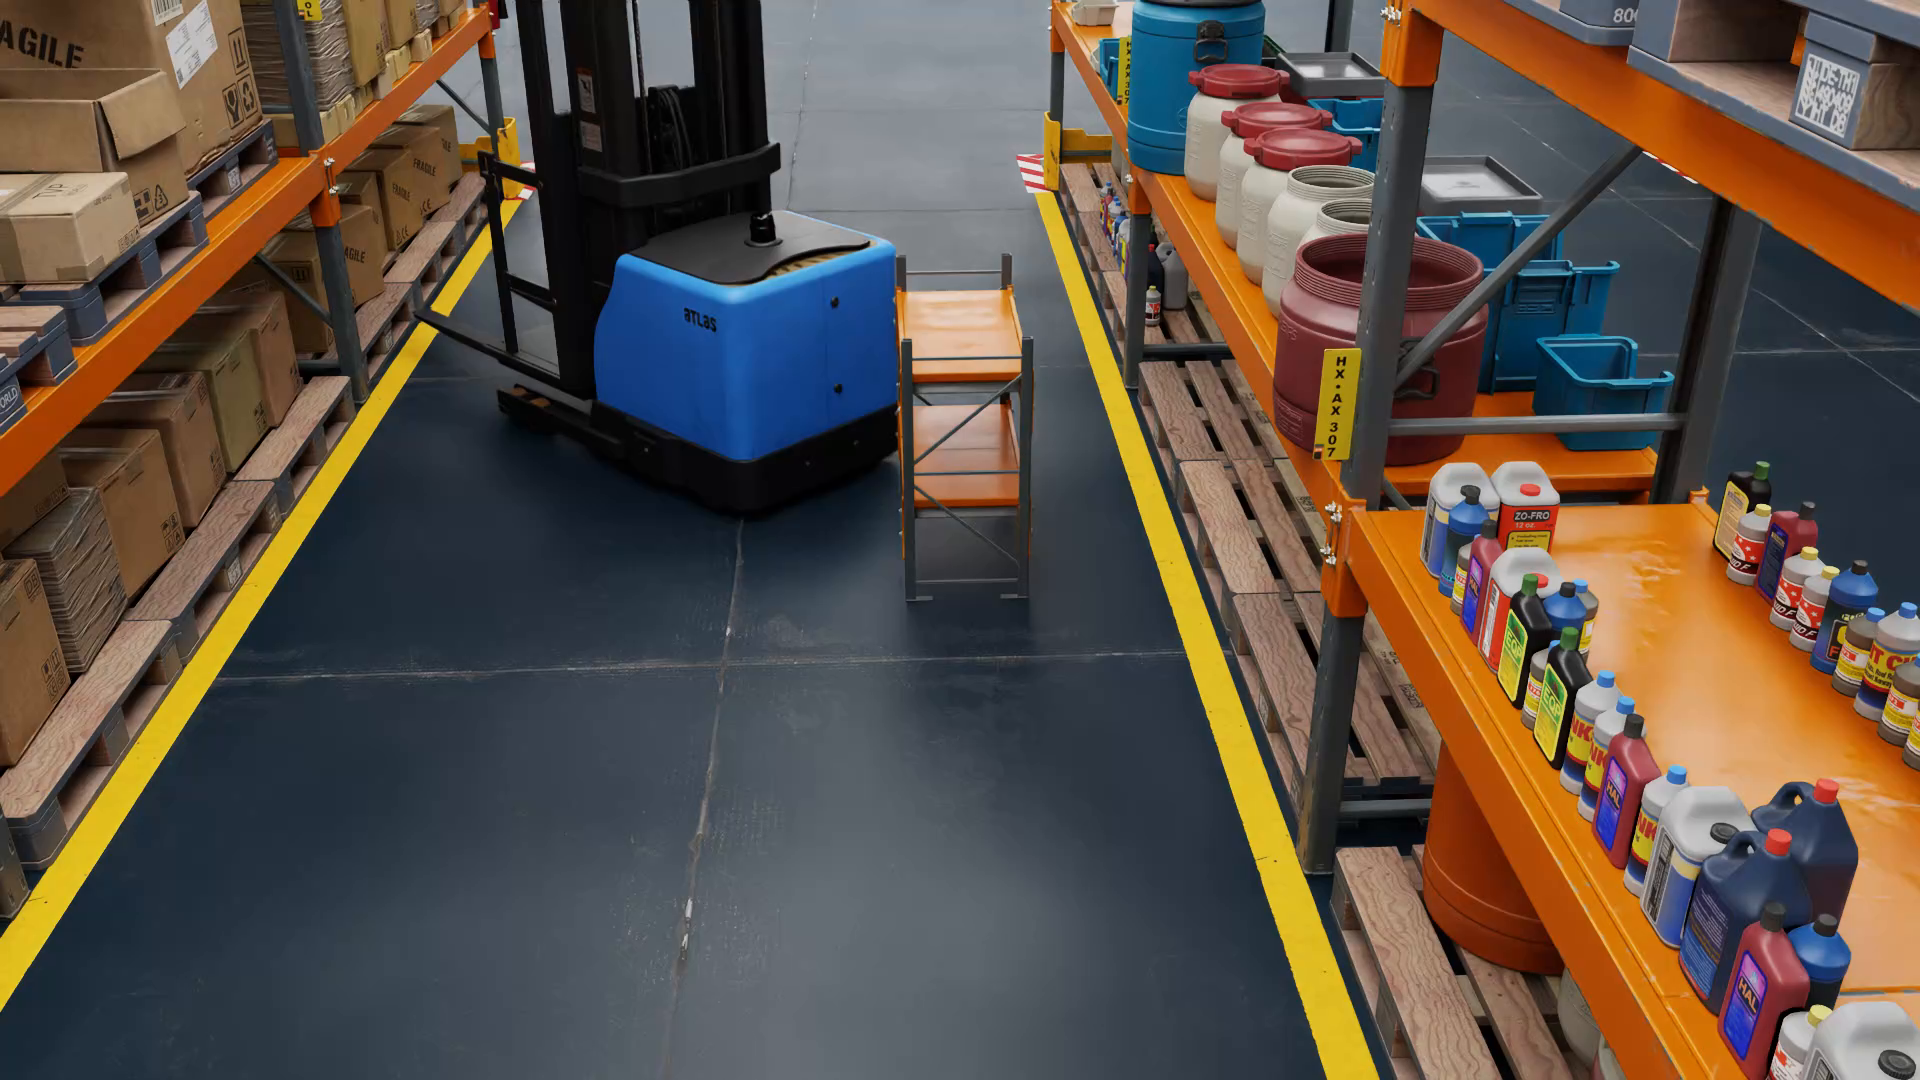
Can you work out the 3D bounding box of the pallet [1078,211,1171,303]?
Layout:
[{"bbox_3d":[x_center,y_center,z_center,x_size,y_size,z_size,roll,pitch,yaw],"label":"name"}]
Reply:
[{"bbox_3d":[1.308,-1.799,10.470,1.003,0.211,1.213,-1,28,-3],"label":"pallet"}]

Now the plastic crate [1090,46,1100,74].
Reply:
[{"bbox_3d":[1.030,-2.786,9.633,0.530,0.136,0.437,-1,28,-3],"label":"plastic crate"}]

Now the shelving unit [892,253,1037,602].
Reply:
[{"bbox_3d":[0.000,-0.496,6.984,0.538,1.125,1.048,-1,28,-3],"label":"shelving unit"}]

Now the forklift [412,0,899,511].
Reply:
[{"bbox_3d":[-1.691,-1.997,7.909,3.031,2.935,1.130,23,35,37],"label":"forklift"}]

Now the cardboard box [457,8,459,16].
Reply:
[{"bbox_3d":[-3.554,-3.533,11.052,0.380,0.149,0.250,-1,28,-3],"label":"cardboard box"}]

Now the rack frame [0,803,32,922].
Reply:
[{"bbox_3d":[-3.369,-0.192,4.375,1.000,3.000,0.127,-1,28,-3],"label":"rack frame"}]

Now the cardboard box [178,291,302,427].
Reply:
[{"bbox_3d":[-3.568,-0.842,7.848,0.700,0.500,0.500,-3,28,-7],"label":"cardboard box"}]

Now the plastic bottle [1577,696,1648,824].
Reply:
[{"bbox_3d":[1.304,0.434,3.313,0.097,0.271,0.097,0,28,0],"label":"plastic bottle"}]

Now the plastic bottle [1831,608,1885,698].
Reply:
[{"bbox_3d":[2.039,0.248,3.746,0.097,0.201,0.097,0,28,0],"label":"plastic bottle"}]

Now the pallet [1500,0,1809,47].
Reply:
[{"bbox_3d":[1.519,-1.202,3.272,1.003,0.211,1.213,-1,28,-3],"label":"pallet"}]

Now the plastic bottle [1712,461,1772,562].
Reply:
[{"bbox_3d":[2.024,-0.083,4.293,0.061,0.283,0.133,-1,28,-3],"label":"plastic bottle"}]

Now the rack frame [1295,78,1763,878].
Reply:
[{"bbox_3d":[1.577,-0.312,4.604,1.000,3.000,0.127,-1,28,-3],"label":"rack frame"}]

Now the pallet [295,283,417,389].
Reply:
[{"bbox_3d":[-3.649,-1.112,9.154,1.003,0.211,1.213,-1,28,-3],"label":"pallet"}]

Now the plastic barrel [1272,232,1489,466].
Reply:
[{"bbox_3d":[1.250,-0.579,4.969,0.600,0.536,0.708,-1,28,-3],"label":"plastic barrel"}]

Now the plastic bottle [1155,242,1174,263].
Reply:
[{"bbox_3d":[1.183,-1.541,9.430,0.152,0.276,0.135,-1,28,-3],"label":"plastic bottle"}]

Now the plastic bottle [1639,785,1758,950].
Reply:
[{"bbox_3d":[1.349,0.591,3.007,0.152,0.276,0.135,-1,28,-3],"label":"plastic bottle"}]

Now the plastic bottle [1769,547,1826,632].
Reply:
[{"bbox_3d":[2.024,0.113,4.004,0.097,0.201,0.097,0,28,0],"label":"plastic bottle"}]

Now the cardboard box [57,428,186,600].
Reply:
[{"bbox_3d":[-3.502,-0.105,6.436,0.700,0.500,0.500,1,28,2],"label":"cardboard box"}]

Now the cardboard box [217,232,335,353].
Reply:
[{"bbox_3d":[-3.559,-1.303,8.753,0.500,0.500,0.500,-2,28,-4],"label":"cardboard box"}]

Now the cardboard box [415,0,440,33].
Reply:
[{"bbox_3d":[-3.657,-3.348,9.996,0.875,0.500,0.500,-1,28,-3],"label":"cardboard box"}]

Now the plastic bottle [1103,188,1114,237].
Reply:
[{"bbox_3d":[0.936,-2.047,10.393,0.061,0.283,0.133,-1,28,-2],"label":"plastic bottle"}]

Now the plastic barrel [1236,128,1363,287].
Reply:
[{"bbox_3d":[1.260,-1.233,6.224,0.433,0.535,0.433,0,28,0],"label":"plastic barrel"}]

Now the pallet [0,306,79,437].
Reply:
[{"bbox_3d":[-3.513,-0.434,5.045,1.213,0.211,1.003,-1,28,-3],"label":"pallet"}]

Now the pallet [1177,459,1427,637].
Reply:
[{"bbox_3d":[1.515,0.004,7.014,1.003,0.211,1.213,-1,28,-3],"label":"pallet"}]

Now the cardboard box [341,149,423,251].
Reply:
[{"bbox_3d":[-3.692,-2.111,10.303,0.500,0.500,0.500,1,28,2],"label":"cardboard box"}]

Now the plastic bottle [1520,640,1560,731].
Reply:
[{"bbox_3d":[1.287,0.313,3.620,0.097,0.201,0.097,0,28,0],"label":"plastic bottle"}]

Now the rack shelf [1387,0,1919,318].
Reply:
[{"bbox_3d":[1.681,-0.399,2.306,1.077,0.370,4.000,-1,28,-3],"label":"rack shelf"}]

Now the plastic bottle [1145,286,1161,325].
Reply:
[{"bbox_3d":[1.038,-1.273,8.998,0.097,0.201,0.097,0,28,0],"label":"plastic bottle"}]

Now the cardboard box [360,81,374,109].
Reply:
[{"bbox_3d":[-3.352,-2.380,8.842,0.380,0.149,0.250,-1,28,-3],"label":"cardboard box"}]

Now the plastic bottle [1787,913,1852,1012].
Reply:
[{"bbox_3d":[1.398,0.732,2.743,0.097,0.271,0.097,0,28,0],"label":"plastic bottle"}]

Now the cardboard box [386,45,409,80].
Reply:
[{"bbox_3d":[-3.381,-2.727,9.506,0.380,0.149,0.250,-1,28,-3],"label":"cardboard box"}]

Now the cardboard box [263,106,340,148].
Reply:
[{"bbox_3d":[-3.289,-2.035,8.179,0.380,0.149,0.250,-1,28,-3],"label":"cardboard box"}]

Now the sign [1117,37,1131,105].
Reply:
[{"bbox_3d":[0.818,-2.274,8.066,0.100,0.325,0.005,-1,28,-3],"label":"sign"}]

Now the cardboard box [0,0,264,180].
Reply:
[{"bbox_3d":[-3.677,-2.121,6.971,1.000,1.000,1.000,-1,28,-2],"label":"cardboard box"}]

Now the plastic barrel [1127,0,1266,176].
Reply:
[{"bbox_3d":[1.086,-2.196,7.674,0.600,0.901,0.708,-1,28,-3],"label":"plastic barrel"}]

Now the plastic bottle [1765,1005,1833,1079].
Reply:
[{"bbox_3d":[1.344,0.826,2.638,0.097,0.201,0.097,0,28,0],"label":"plastic bottle"}]

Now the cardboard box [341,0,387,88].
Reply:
[{"bbox_3d":[-3.531,-2.657,8.670,0.875,0.500,0.500,-1,28,-3],"label":"cardboard box"}]

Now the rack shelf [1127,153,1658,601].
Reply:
[{"bbox_3d":[1.472,-0.916,6.541,1.077,0.370,4.000,-1,28,-3],"label":"rack shelf"}]

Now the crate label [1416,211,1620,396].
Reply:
[{"bbox_3d":[1.795,-0.793,5.488,0.502,0.435,0.616,-1,28,-3],"label":"crate label"}]

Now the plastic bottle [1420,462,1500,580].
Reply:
[{"bbox_3d":[1.277,-0.049,4.235,0.152,0.276,0.135,-1,28,-3],"label":"plastic bottle"}]

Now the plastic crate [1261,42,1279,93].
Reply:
[{"bbox_3d":[1.468,-2.376,8.630,0.767,0.338,0.504,-1,28,-3],"label":"plastic crate"}]

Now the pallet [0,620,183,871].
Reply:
[{"bbox_3d":[-3.409,0.683,5.712,1.003,0.211,1.213,-1,28,-3],"label":"pallet"}]

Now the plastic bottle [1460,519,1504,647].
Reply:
[{"bbox_3d":[1.248,0.101,3.940,0.061,0.283,0.133,-1,28,-3],"label":"plastic bottle"}]

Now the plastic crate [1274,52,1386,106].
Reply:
[{"bbox_3d":[1.699,-1.971,7.716,0.402,0.464,0.583,-1,28,-3],"label":"plastic crate"}]

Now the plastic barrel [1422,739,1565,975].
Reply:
[{"bbox_3d":[1.619,0.690,4.576,0.600,0.830,0.708,-1,28,-3],"label":"plastic barrel"}]

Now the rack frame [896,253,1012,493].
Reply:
[{"bbox_3d":[-0.026,-0.730,7.434,0.500,1.125,0.032,-1,28,-3],"label":"rack frame"}]

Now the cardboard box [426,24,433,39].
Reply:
[{"bbox_3d":[-3.520,-3.187,10.388,0.380,0.149,0.250,-1,28,-3],"label":"cardboard box"}]

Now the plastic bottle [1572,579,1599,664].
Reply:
[{"bbox_3d":[1.424,0.186,3.864,0.097,0.201,0.097,0,28,0],"label":"plastic bottle"}]

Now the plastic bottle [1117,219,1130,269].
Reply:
[{"bbox_3d":[1.015,-1.750,9.831,0.152,0.276,0.135,-1,28,-2],"label":"plastic bottle"}]

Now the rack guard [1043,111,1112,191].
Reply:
[{"bbox_3d":[1.210,-2.864,12.200,1.175,0.500,0.348,-1,28,-3],"label":"rack guard"}]

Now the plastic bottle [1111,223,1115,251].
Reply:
[{"bbox_3d":[0.971,-1.865,10.133,0.097,0.201,0.097,0,28,0],"label":"plastic bottle"}]

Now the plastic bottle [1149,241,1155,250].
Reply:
[{"bbox_3d":[1.037,-1.559,9.383,0.144,0.351,0.185,-3,28,-5],"label":"plastic bottle"}]
